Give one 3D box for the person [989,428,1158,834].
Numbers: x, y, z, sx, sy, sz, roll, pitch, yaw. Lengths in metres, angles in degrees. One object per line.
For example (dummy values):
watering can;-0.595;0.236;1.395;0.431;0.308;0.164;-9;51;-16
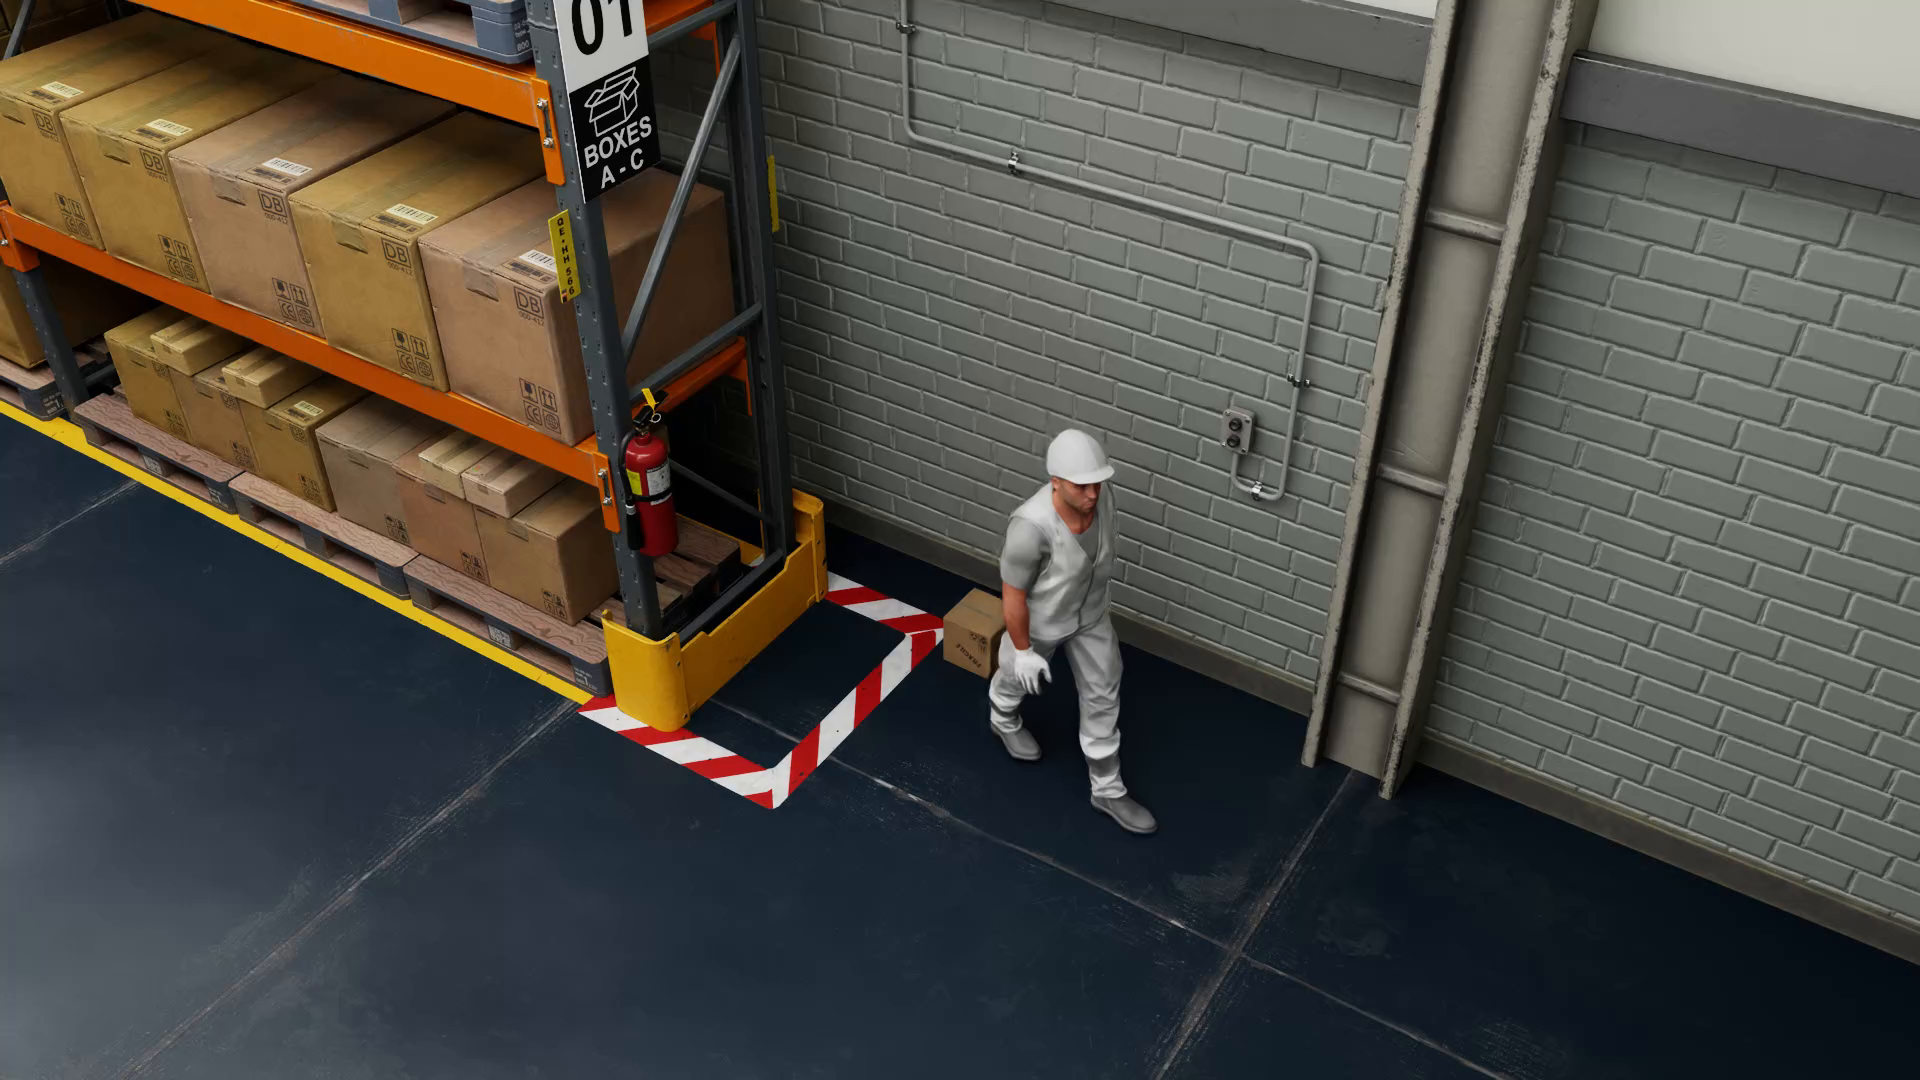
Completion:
person;0.397;0.310;6.254;0.576;1.755;0.860;-22;43;-26
